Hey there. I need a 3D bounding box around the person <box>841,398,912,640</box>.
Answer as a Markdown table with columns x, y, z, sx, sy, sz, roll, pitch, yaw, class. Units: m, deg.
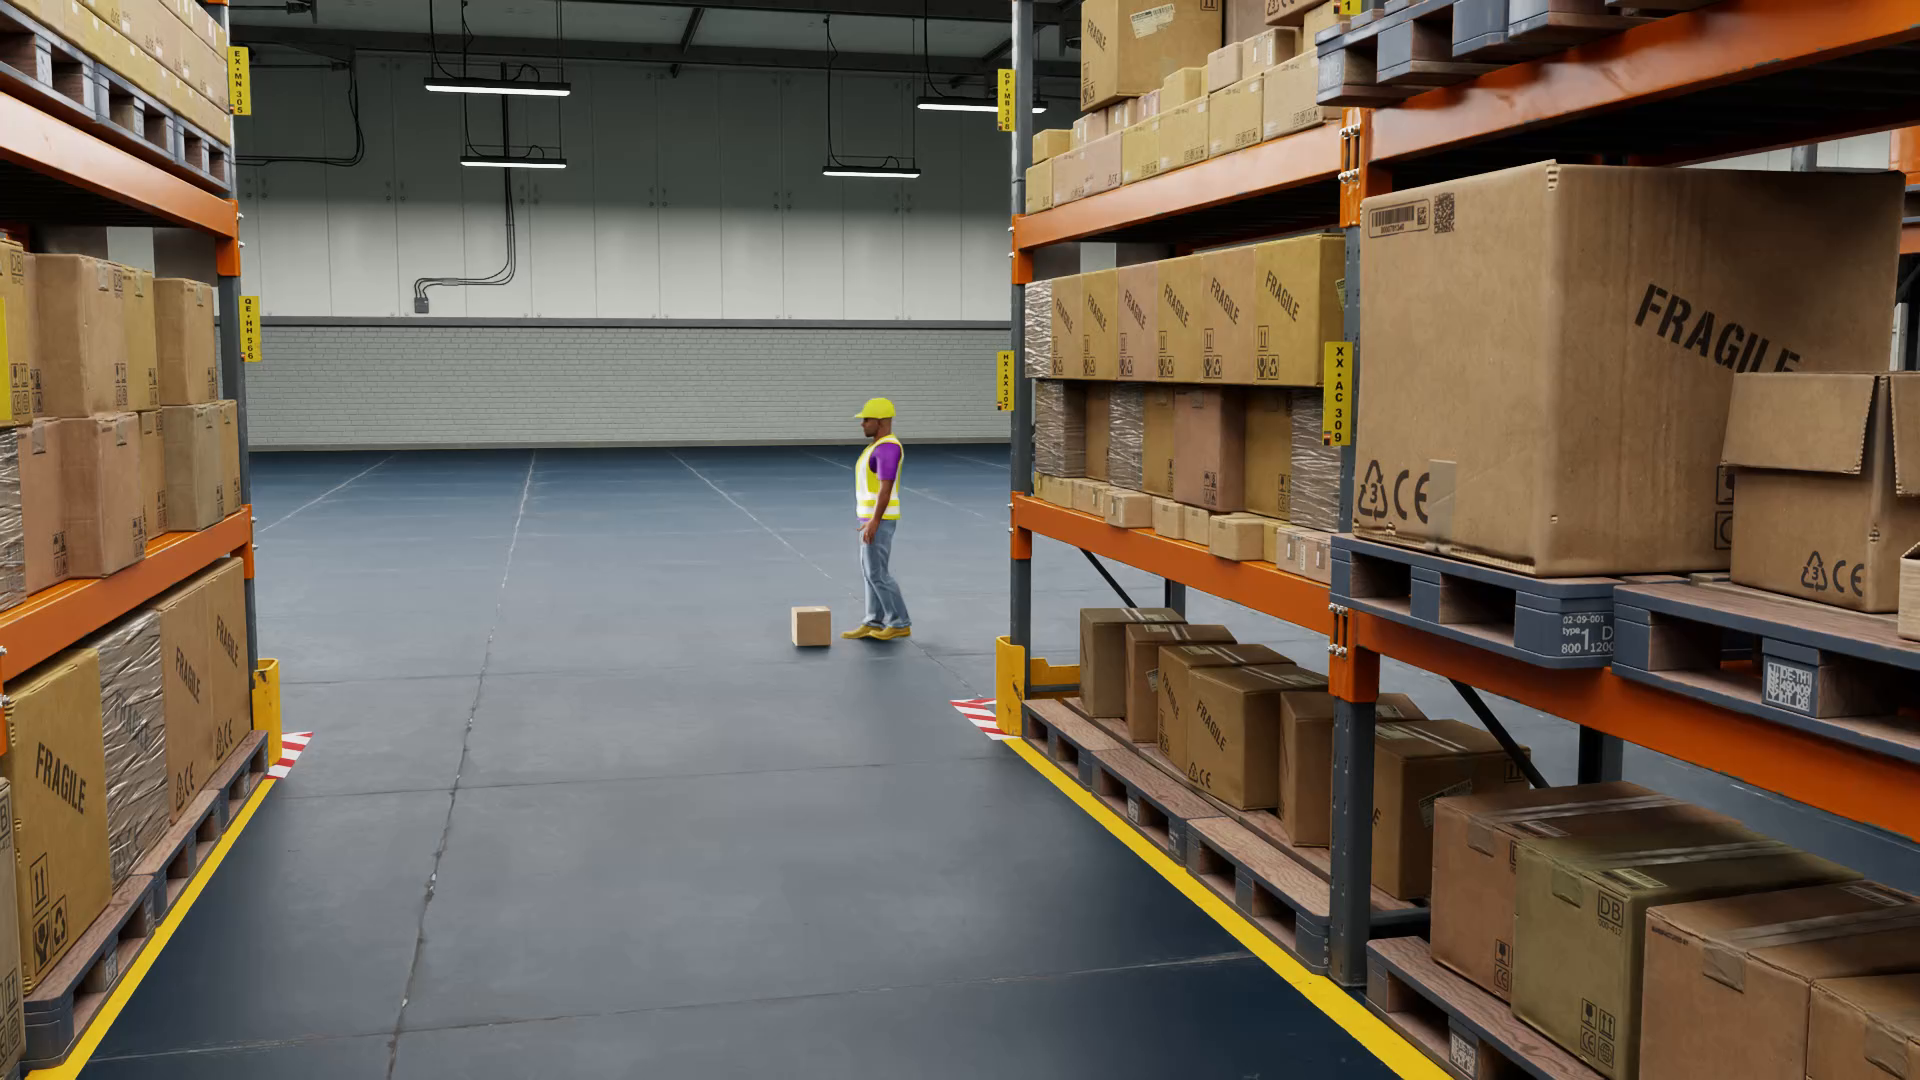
| x | y | z | sx | sy | sz | roll | pitch | yaw | class |
| --- | --- | --- | --- | --- | --- | --- | --- | --- | --- |
| -0.615 | -0.147 | 12.158 | 0.509 | 1.780 | 0.586 | -1 | 6 | -7 | person |
